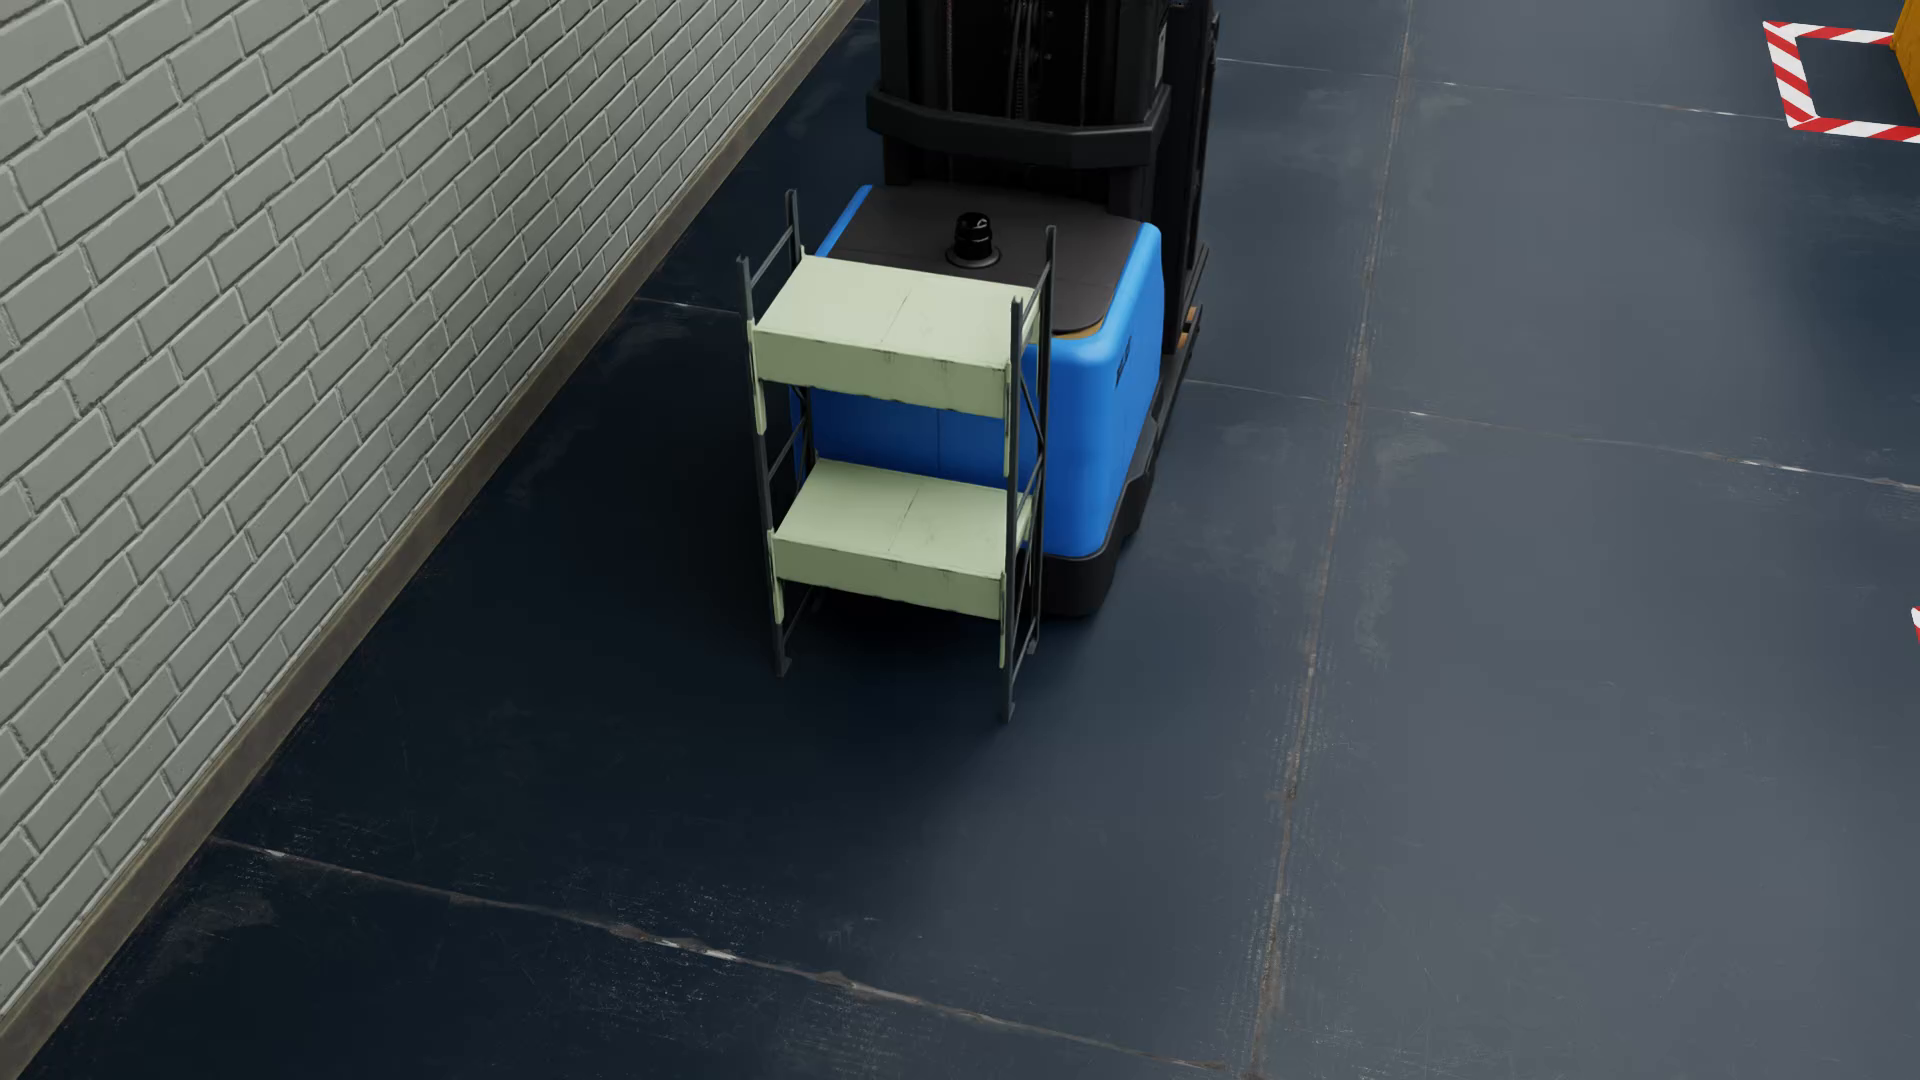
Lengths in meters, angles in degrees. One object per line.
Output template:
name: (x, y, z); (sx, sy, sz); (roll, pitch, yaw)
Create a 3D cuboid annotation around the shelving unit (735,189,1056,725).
shelving unit: (-0.161, -0.200, 4.822); (0.755, 1.500, 0.431); (10, 41, 12)

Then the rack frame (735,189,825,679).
rack frame: (-0.513, -0.263, 4.897); (0.023, 1.500, 0.400); (10, 41, 12)

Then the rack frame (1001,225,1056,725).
rack frame: (0.192, -0.136, 4.746); (0.023, 1.500, 0.400); (10, 41, 12)

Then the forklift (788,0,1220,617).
forklift: (0.342, -1.833, 5.654); (1.130, 2.935, 3.031); (10, 41, 12)

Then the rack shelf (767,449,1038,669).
rack shelf: (-0.161, 0.050, 5.031); (0.720, 0.370, 0.431); (10, 41, 12)

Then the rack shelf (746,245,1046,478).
rack shelf: (-0.161, -0.498, 4.571); (0.720, 0.370, 0.431); (10, 41, 12)

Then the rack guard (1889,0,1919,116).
rack guard: (5.008, -2.489, 8.325); (0.348, 0.500, 1.175); (10, 41, 11)
